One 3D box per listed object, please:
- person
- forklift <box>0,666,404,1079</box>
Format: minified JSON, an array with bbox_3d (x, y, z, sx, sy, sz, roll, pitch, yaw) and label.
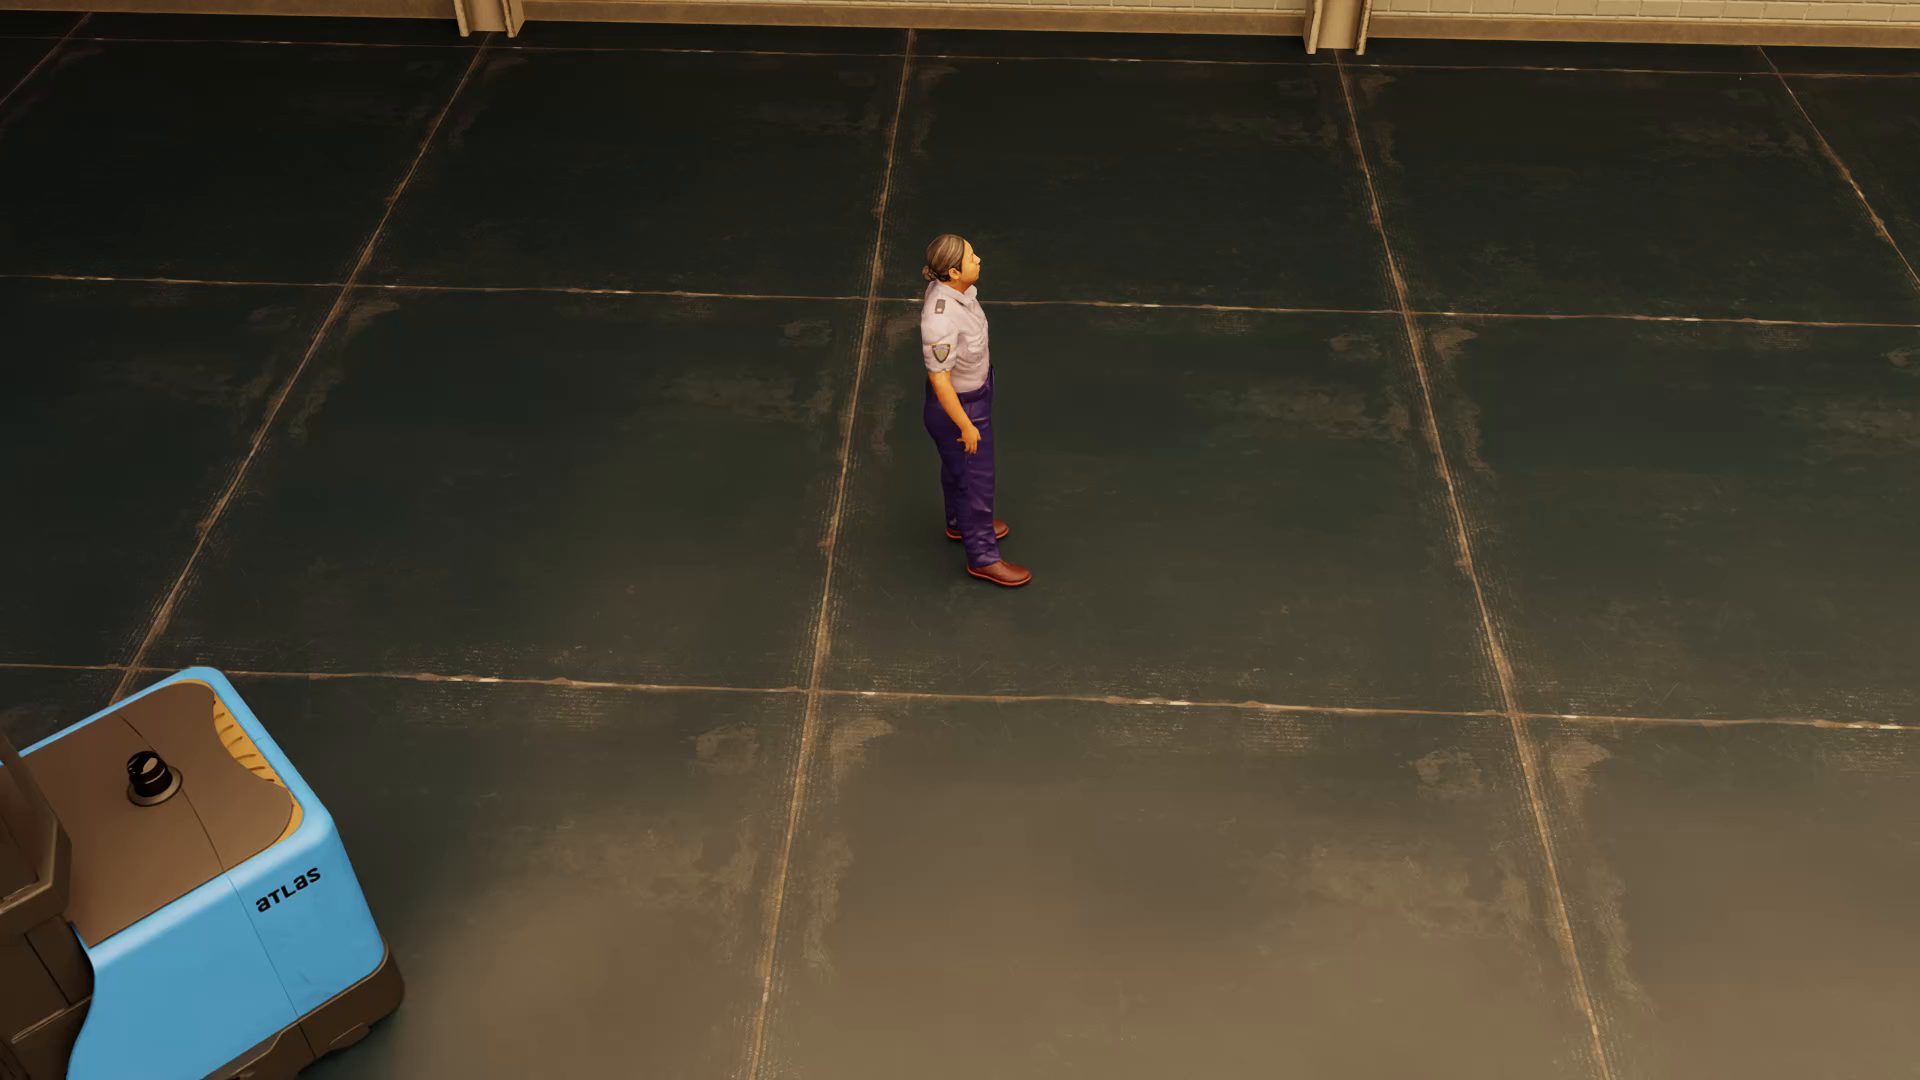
[{"bbox_3d":[0.089,-0.595,7.336,0.502,1.651,0.598,2,42,2],"label":"person"},{"bbox_3d":[-3.449,1.033,4.610,3.031,2.935,1.130,-31,51,-29],"label":"forklift"}]
